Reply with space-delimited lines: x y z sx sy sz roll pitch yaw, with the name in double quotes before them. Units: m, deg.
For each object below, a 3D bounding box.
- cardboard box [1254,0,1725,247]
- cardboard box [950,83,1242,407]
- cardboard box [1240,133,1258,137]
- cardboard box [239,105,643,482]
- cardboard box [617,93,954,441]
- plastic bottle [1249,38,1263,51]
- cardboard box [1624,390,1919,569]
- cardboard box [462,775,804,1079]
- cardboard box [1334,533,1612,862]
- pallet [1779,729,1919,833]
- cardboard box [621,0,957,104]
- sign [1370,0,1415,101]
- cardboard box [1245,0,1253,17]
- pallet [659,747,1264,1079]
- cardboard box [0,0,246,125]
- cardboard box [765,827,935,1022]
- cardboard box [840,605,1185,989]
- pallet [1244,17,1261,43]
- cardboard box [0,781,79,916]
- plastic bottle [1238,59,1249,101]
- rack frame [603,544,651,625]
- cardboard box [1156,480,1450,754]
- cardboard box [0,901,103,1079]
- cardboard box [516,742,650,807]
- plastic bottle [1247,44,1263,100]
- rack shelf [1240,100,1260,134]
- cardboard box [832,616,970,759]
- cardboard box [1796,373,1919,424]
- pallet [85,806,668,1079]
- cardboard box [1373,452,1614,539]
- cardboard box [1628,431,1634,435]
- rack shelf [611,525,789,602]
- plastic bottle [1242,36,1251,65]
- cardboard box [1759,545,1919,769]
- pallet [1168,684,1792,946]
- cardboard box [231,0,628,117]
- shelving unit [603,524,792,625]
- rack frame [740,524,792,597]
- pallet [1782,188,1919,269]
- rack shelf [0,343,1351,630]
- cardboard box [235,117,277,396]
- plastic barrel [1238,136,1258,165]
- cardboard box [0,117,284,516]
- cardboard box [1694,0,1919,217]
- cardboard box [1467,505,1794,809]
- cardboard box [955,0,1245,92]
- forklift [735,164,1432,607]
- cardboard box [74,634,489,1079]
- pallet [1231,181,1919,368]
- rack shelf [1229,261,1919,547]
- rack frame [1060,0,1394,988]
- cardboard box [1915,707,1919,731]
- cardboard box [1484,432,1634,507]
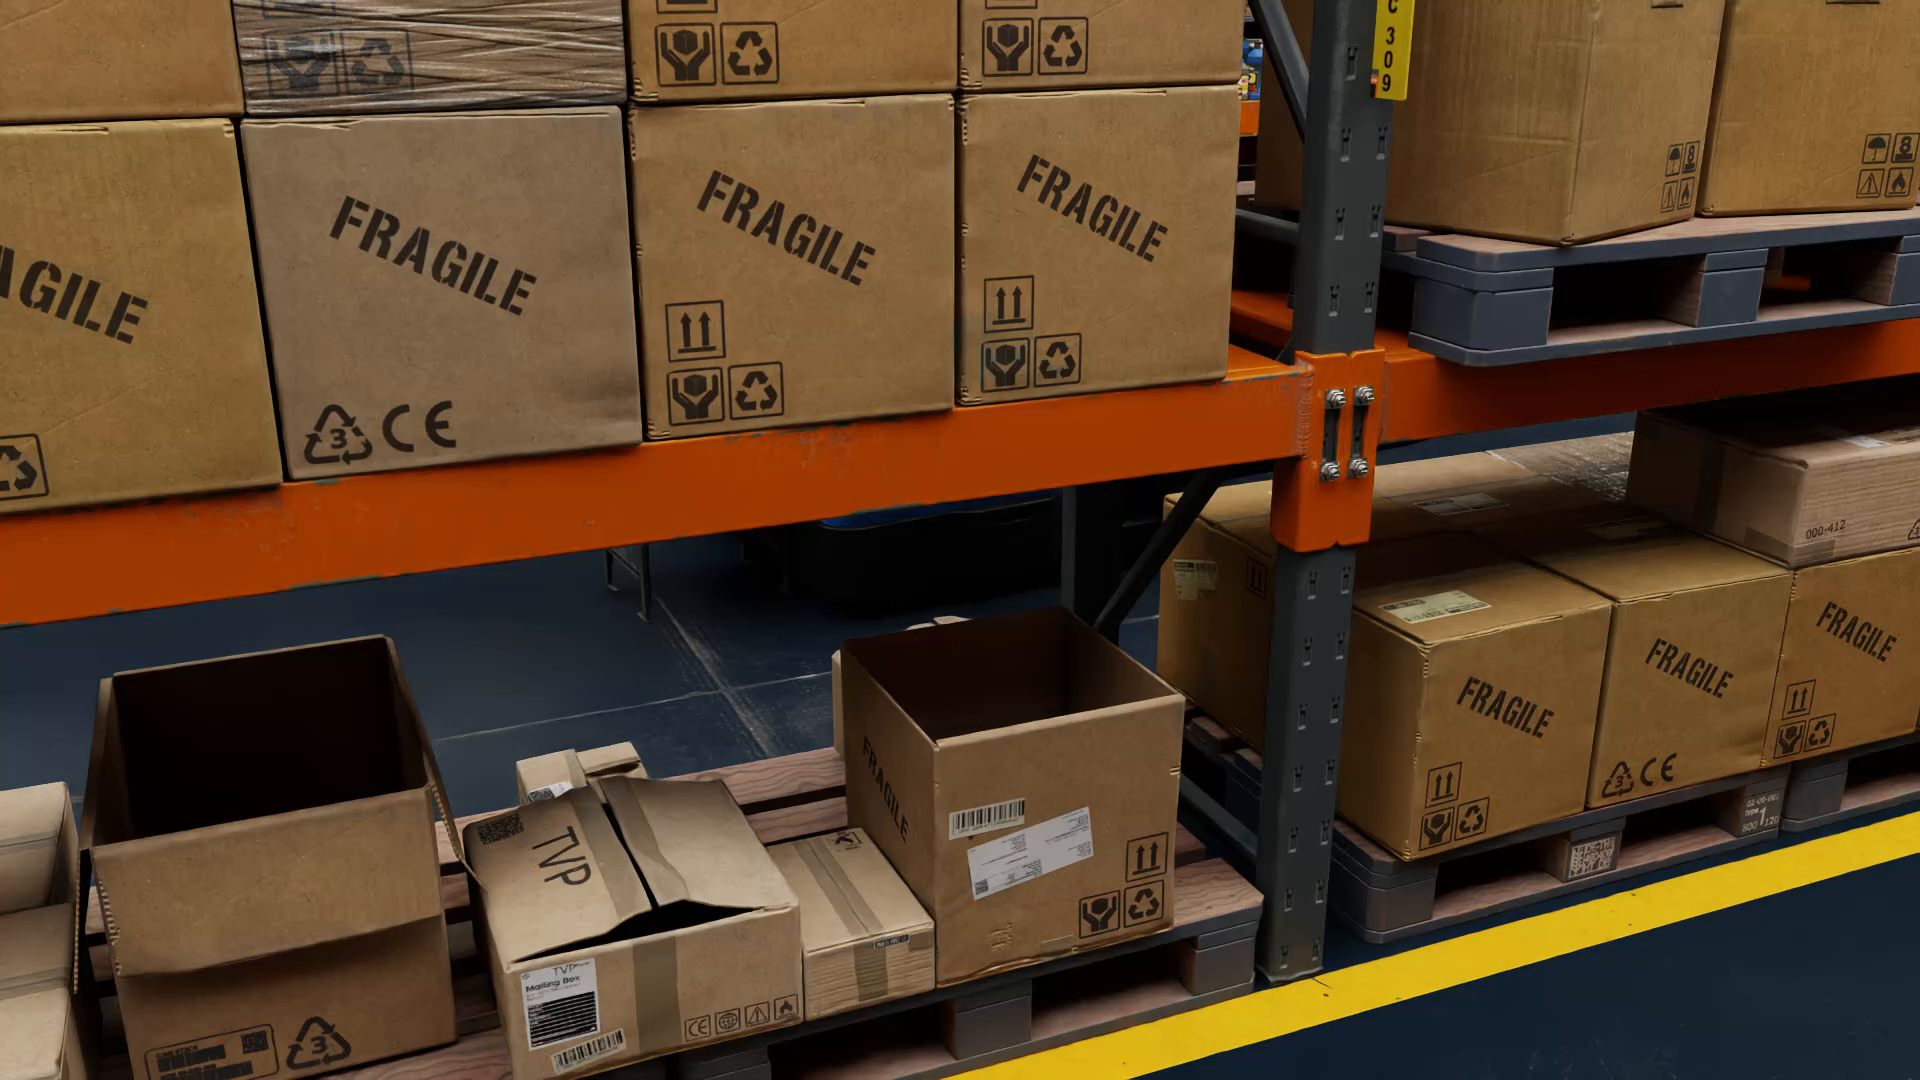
"cardboard box" 1.023 -0.895 3.265 0.500 0.500 0.700 -17 26 -40
"cardboard box" 0.142 -0.559 2.943 0.500 0.500 0.500 -8 21 -21
"cardboard box" 2.393 -3.553 14.699 0.500 0.500 0.700 -10 22 -27
"cardboard box" -0.802 -0.423 2.555 0.500 0.500 0.500 -8 21 -21
"cardboard box" -0.331 -0.491 2.749 0.500 0.500 0.500 -8 21 -20
"plastic bottle" 1.688 -2.676 9.293 0.135 0.276 0.152 -8 21 -22
"cardboard box" 1.958 -0.159 3.929 0.500 0.250 0.500 -8 21 -22
"cardboard box" -0.600 0.665 3.003 0.500 0.311 0.500 -8 21 -22
"cardboard box" 1.040 0.326 3.680 0.500 0.500 0.500 -9 21 -24
"pallet" 2.353 0.379 4.628 1.213 0.211 1.003 -8 21 -22
"cardboard box" -0.332 -0.961 2.579 0.500 0.500 0.500 -9 21 -23
"sign" 0.721 -0.900 2.758 0.005 0.325 0.100 -8 21 -22
"cardboard box" 2.369 -4.720 14.124 0.637 0.503 0.797 -6 20 -16
"pallet" -0.132 0.750 3.576 1.213 0.211 1.003 -8 21 -22
"cardboard box" -1.257 -0.829 2.204 0.500 0.500 0.500 -8 21 -22
"cardboard box" -0.232 0.710 3.118 0.250 0.149 0.380 -8 21 -22
"cardboard box" 0.088 0.477 3.252 0.500 0.500 0.500 -8 21 -22
"pallet" 2.053 -4.386 14.251 1.213 0.211 1.003 -8 21 -22
"cardboard box" -1.888 0.697 3.003 0.500 0.250 0.500 -8 21 -22
"plastic bottle" 1.418 -2.338 8.444 0.097 0.201 0.097 0 19 0
"rack frame" -1.084 -0.780 5.077 0.015 2.100 0.400 -11 22 -28
"cardboard box" 0.839 0.163 4.143 0.500 0.500 0.500 -8 21 -22
"cardboard box" -1.644 0.843 2.589 0.500 0.250 0.500 -8 21 -22
"cardboard box" -0.762 0.579 3.465 0.250 0.166 0.380 -8 21 -22
"plastic bottle" 1.507 -2.384 8.469 0.097 0.271 0.097 0 19 0
"rack shelf" 0.377 -2.091 8.527 4.000 0.370 1.077 -8 21 -22
"cardboard box" 0.028 0.394 3.772 0.500 0.311 0.500 -8 21 -22
"cardboard box" 2.418 -0.225 4.117 0.500 0.250 0.500 -9 21 -23
"pallet" -1.254 0.911 3.116 1.213 0.211 1.003 -8 21 -22
"cardboard box" 1.296 0.101 4.321 0.500 0.500 0.500 -8 21 -22
"cardboard box" 2.223 -0.033 4.699 0.500 0.500 0.500 -9 21 -24
"rack shelf" -0.873 -0.148 5.429 0.480 0.518 0.431 -11 22 -28
"plastic bottle" 1.571 -2.667 9.274 0.097 0.271 0.097 0 19 0
"cardboard box" 1.987 0.189 4.069 0.500 0.500 0.500 -8 21 -21
"pallet" 1.231 0.541 4.168 1.213 0.211 1.003 -8 21 -22
"cardboard box" -0.795 -0.895 2.391 0.500 0.500 0.500 -8 21 -21
"shelving unit" -0.873 -0.821 5.192 0.503 2.100 0.431 -11 22 -28
"rack frame" -0.661 -0.861 5.307 0.015 2.100 0.400 -11 22 -28
"pallet" 2.388 -0.834 4.164 1.213 0.211 1.003 -8 21 -22
"rack shelf" -1.337 -0.054 2.741 4.000 0.370 1.077 -8 21 -22
"cardboard box" -1.472 -0.518 2.827 0.500 0.500 0.500 -8 21 -23
"plastic barrel" 1.771 -1.798 9.247 0.708 0.830 0.600 -8 21 -22
"cardboard box" -1.269 -0.355 2.362 0.500 0.500 0.500 -8 21 -21
"cardboard box" 1.629 -1.005 3.577 0.500 0.500 0.700 -5 20 -13
"cardboard box" 1.525 0.253 3.889 0.500 0.500 0.500 -8 21 -21
"cardboard box" 0.137 -1.029 2.773 0.500 0.500 0.500 -8 21 -22
"forklift" 0.661 -1.509 5.894 3.031 2.935 1.130 -11 22 -28
"cardboard box" -1.224 0.563 3.004 0.637 0.503 0.797 -8 21 -22
"pallet" 1.276 -0.637 3.604 1.213 0.211 1.003 -8 21 -22
"rack shelf" 2.335 -0.580 4.235 4.000 0.370 1.077 -8 21 -22
"rack frame" 0.499 -0.656 3.368 0.127 3.000 1.000 -8 21 -22
"cardboard box" 2.451 0.123 4.258 0.500 0.500 0.500 -9 21 -24
"cardboard box" 1.757 0.035 4.508 0.500 0.500 0.500 -8 21 -21
